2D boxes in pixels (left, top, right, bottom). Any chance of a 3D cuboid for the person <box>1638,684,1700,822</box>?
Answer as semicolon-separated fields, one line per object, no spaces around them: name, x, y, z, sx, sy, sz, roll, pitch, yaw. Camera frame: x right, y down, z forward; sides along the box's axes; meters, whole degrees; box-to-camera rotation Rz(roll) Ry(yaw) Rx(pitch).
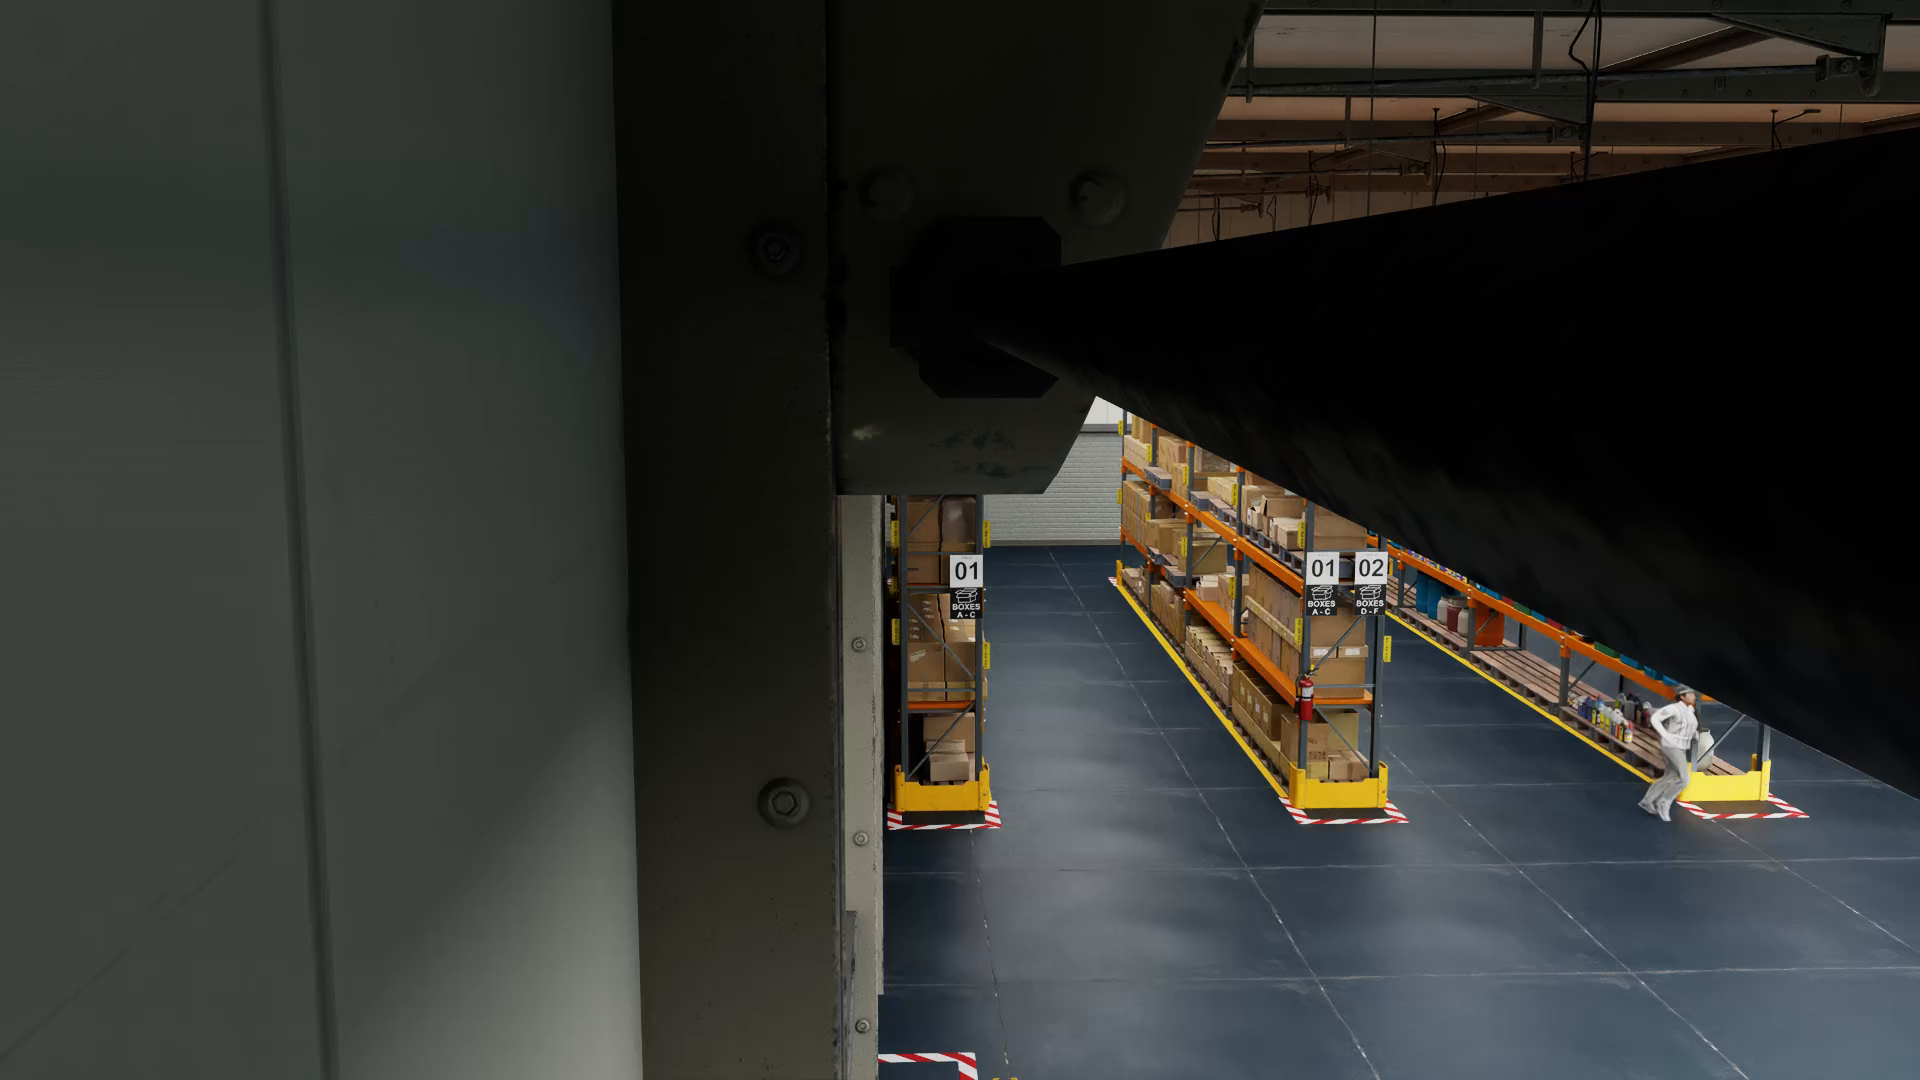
person;8.682;2.555;20.222;0.602;1.708;0.612;-8;11;-42
